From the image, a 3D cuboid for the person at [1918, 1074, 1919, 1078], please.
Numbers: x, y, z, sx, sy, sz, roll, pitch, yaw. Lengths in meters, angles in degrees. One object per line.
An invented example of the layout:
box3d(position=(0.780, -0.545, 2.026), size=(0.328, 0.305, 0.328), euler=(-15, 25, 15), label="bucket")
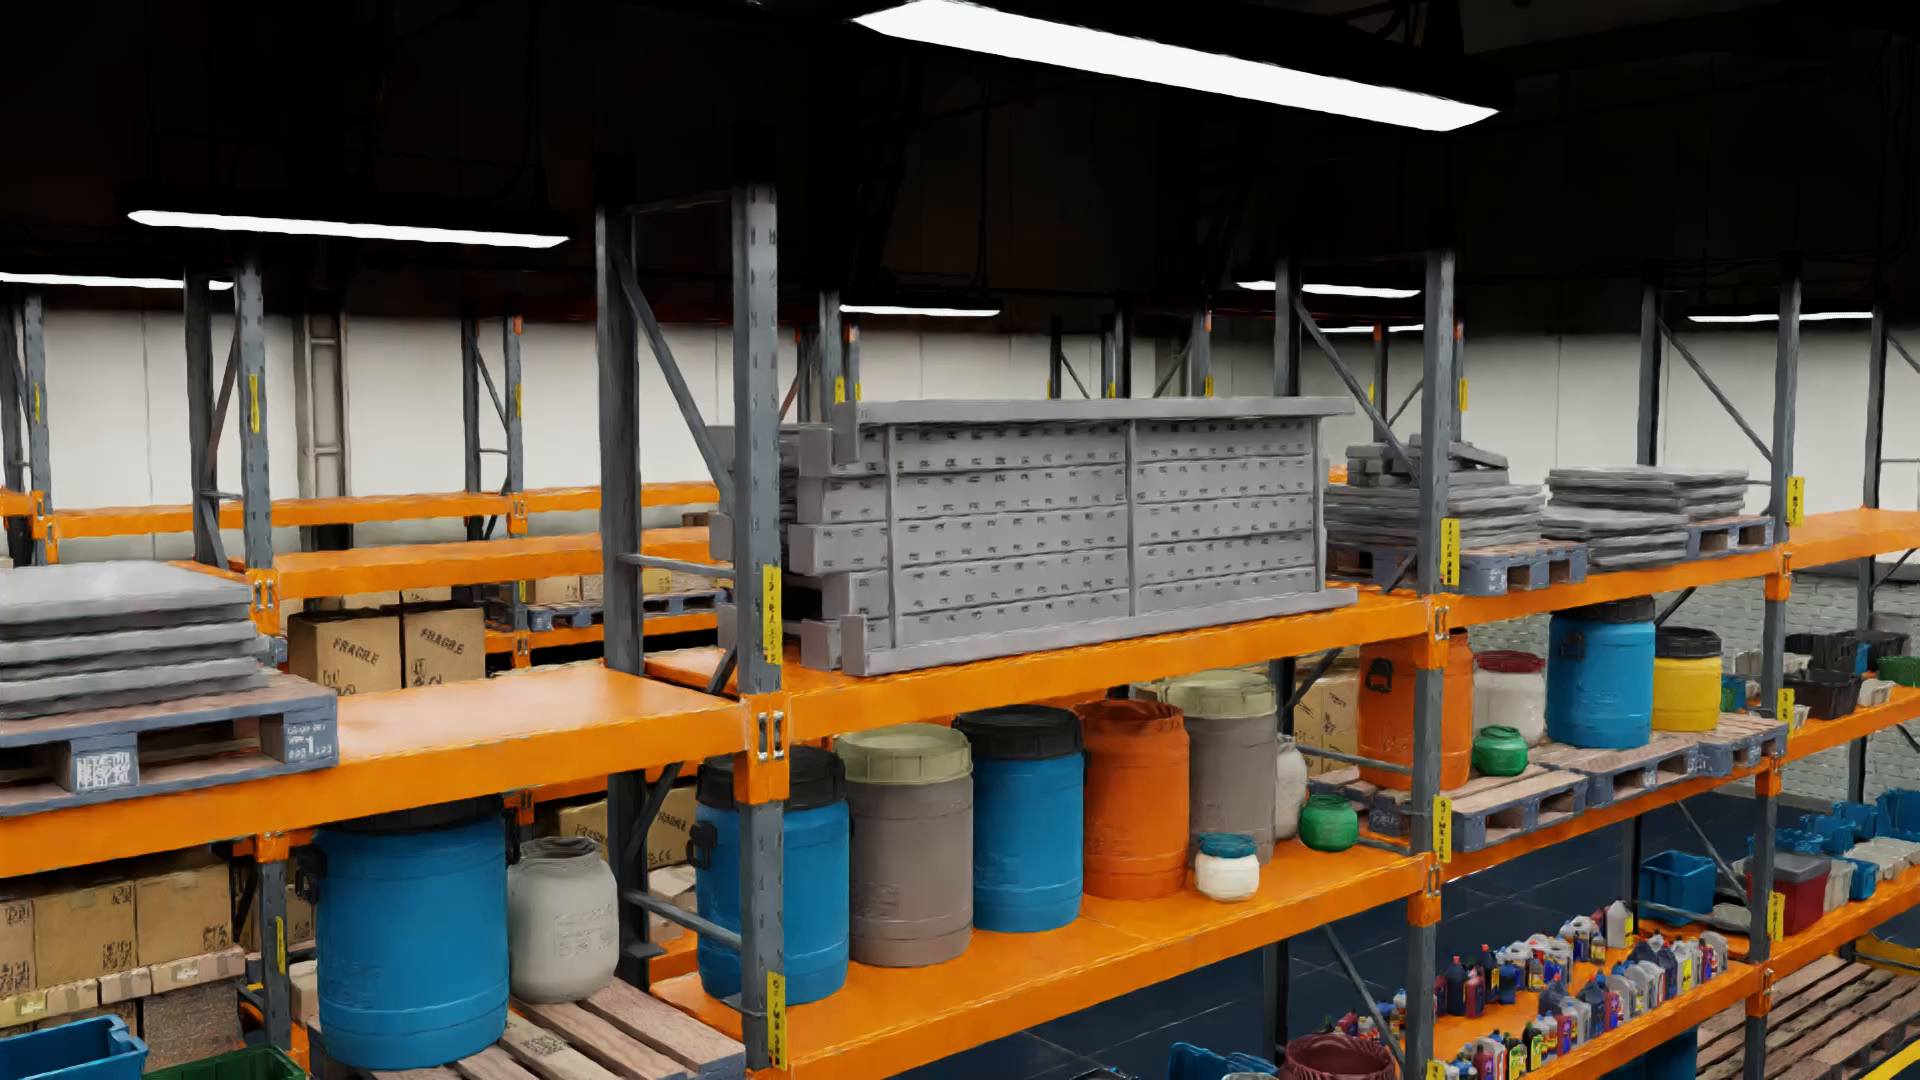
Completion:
box3d(position=(4.946, 3.503, 8.350), size=(0.465, 1.755, 0.578), euler=(2, 6, 23), label="person")
